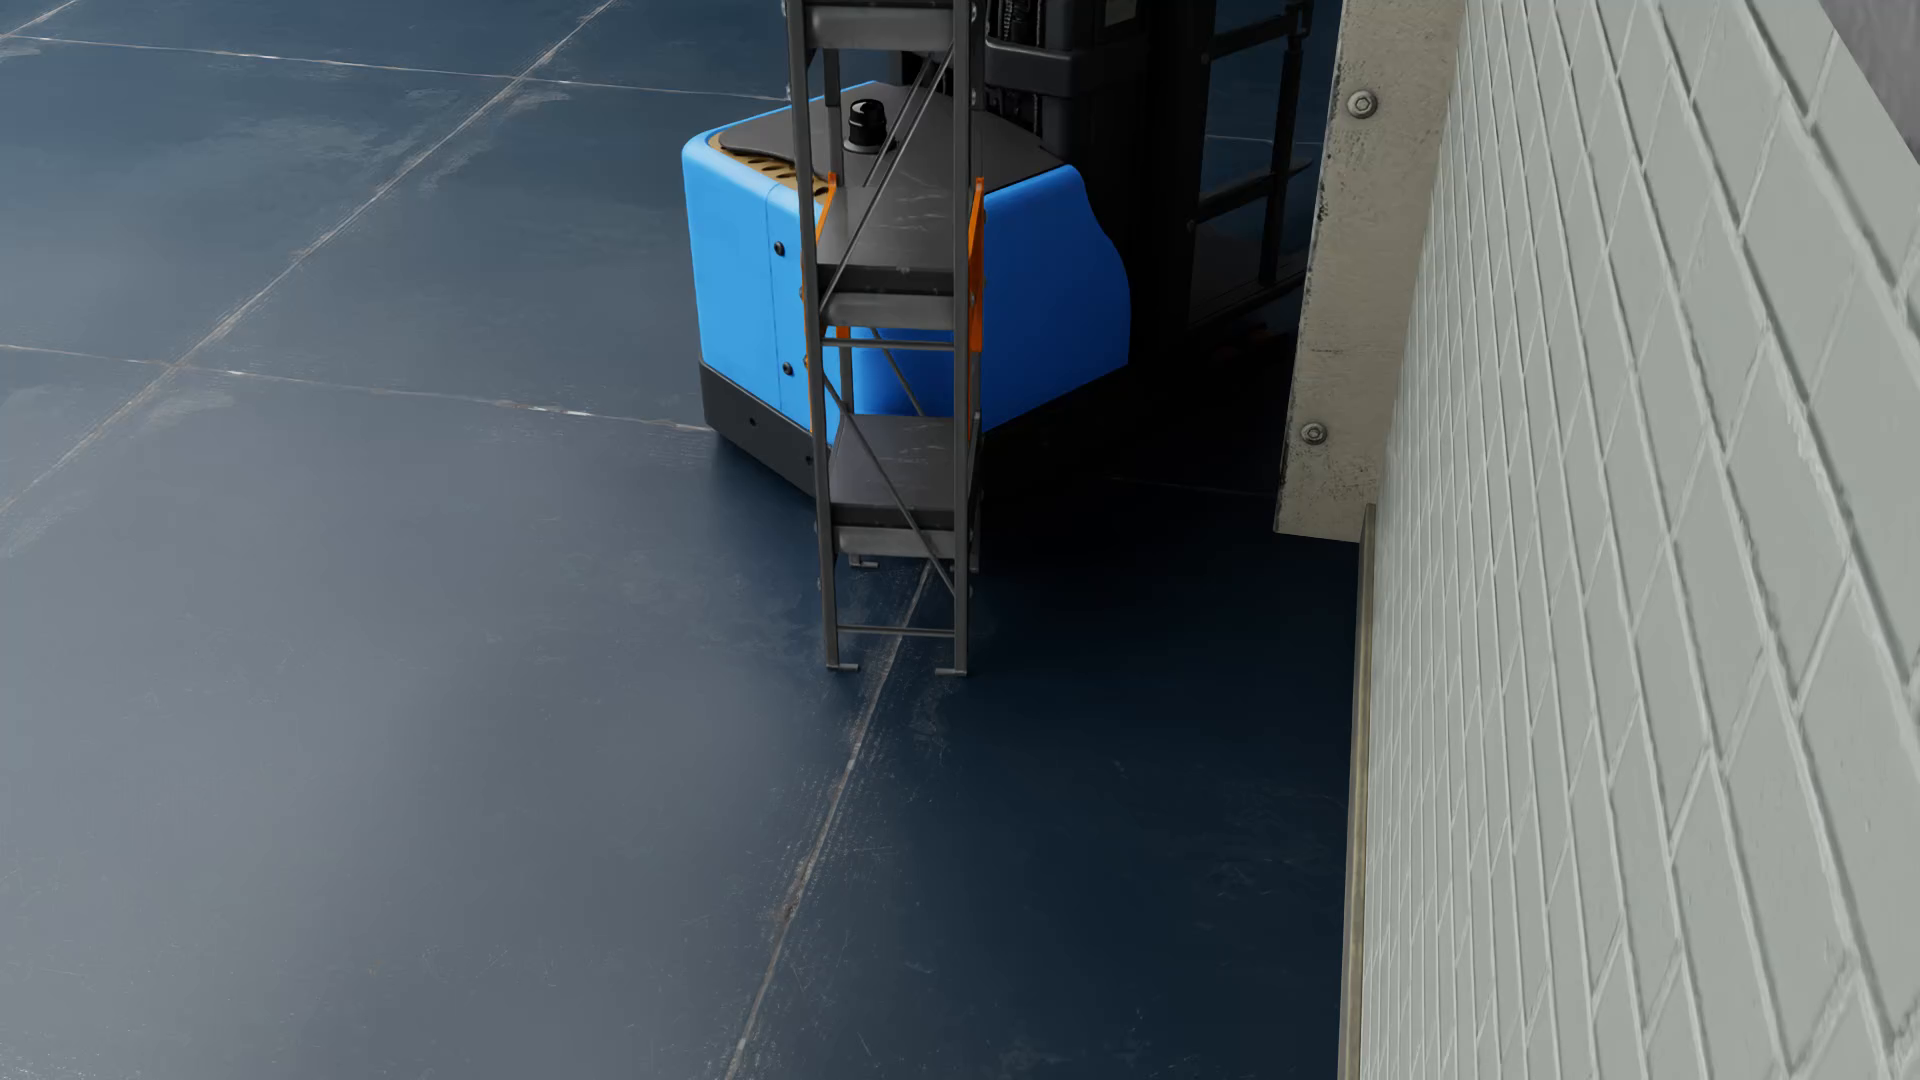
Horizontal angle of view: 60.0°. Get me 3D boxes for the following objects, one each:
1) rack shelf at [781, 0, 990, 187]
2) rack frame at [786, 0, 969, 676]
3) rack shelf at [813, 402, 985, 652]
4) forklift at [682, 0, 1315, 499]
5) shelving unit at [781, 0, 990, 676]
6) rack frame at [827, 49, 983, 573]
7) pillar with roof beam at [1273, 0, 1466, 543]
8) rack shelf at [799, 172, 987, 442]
[{"bbox_3d":[-0.160,-1.180,3.917,0.431,0.518,0.480,3,36,4],"label":"rack shelf"},{"bbox_3d":[-0.179,-0.480,4.120,0.400,2.100,0.015,3,36,4],"label":"rack frame"},{"bbox_3d":[-0.161,-0.043,4.734,0.431,0.518,0.480,3,36,4],"label":"rack shelf"},{"bbox_3d":[0.561,-1.920,5.402,3.031,2.935,1.130,-27,44,-32],"label":"forklift"},{"bbox_3d":[-0.160,-0.622,4.318,0.431,2.100,0.503,3,36,4],"label":"shelving unit"},{"bbox_3d":[-0.141,-0.764,4.515,0.400,2.100,0.015,3,36,4],"label":"rack frame"},{"bbox_3d":[-3.018,-4.303,3.520,9.100,9.000,0.400,7,37,10],"label":"pillar with roof beam"},{"bbox_3d":[-0.160,-0.611,4.326,0.431,0.518,0.480,3,36,4],"label":"rack shelf"}]
